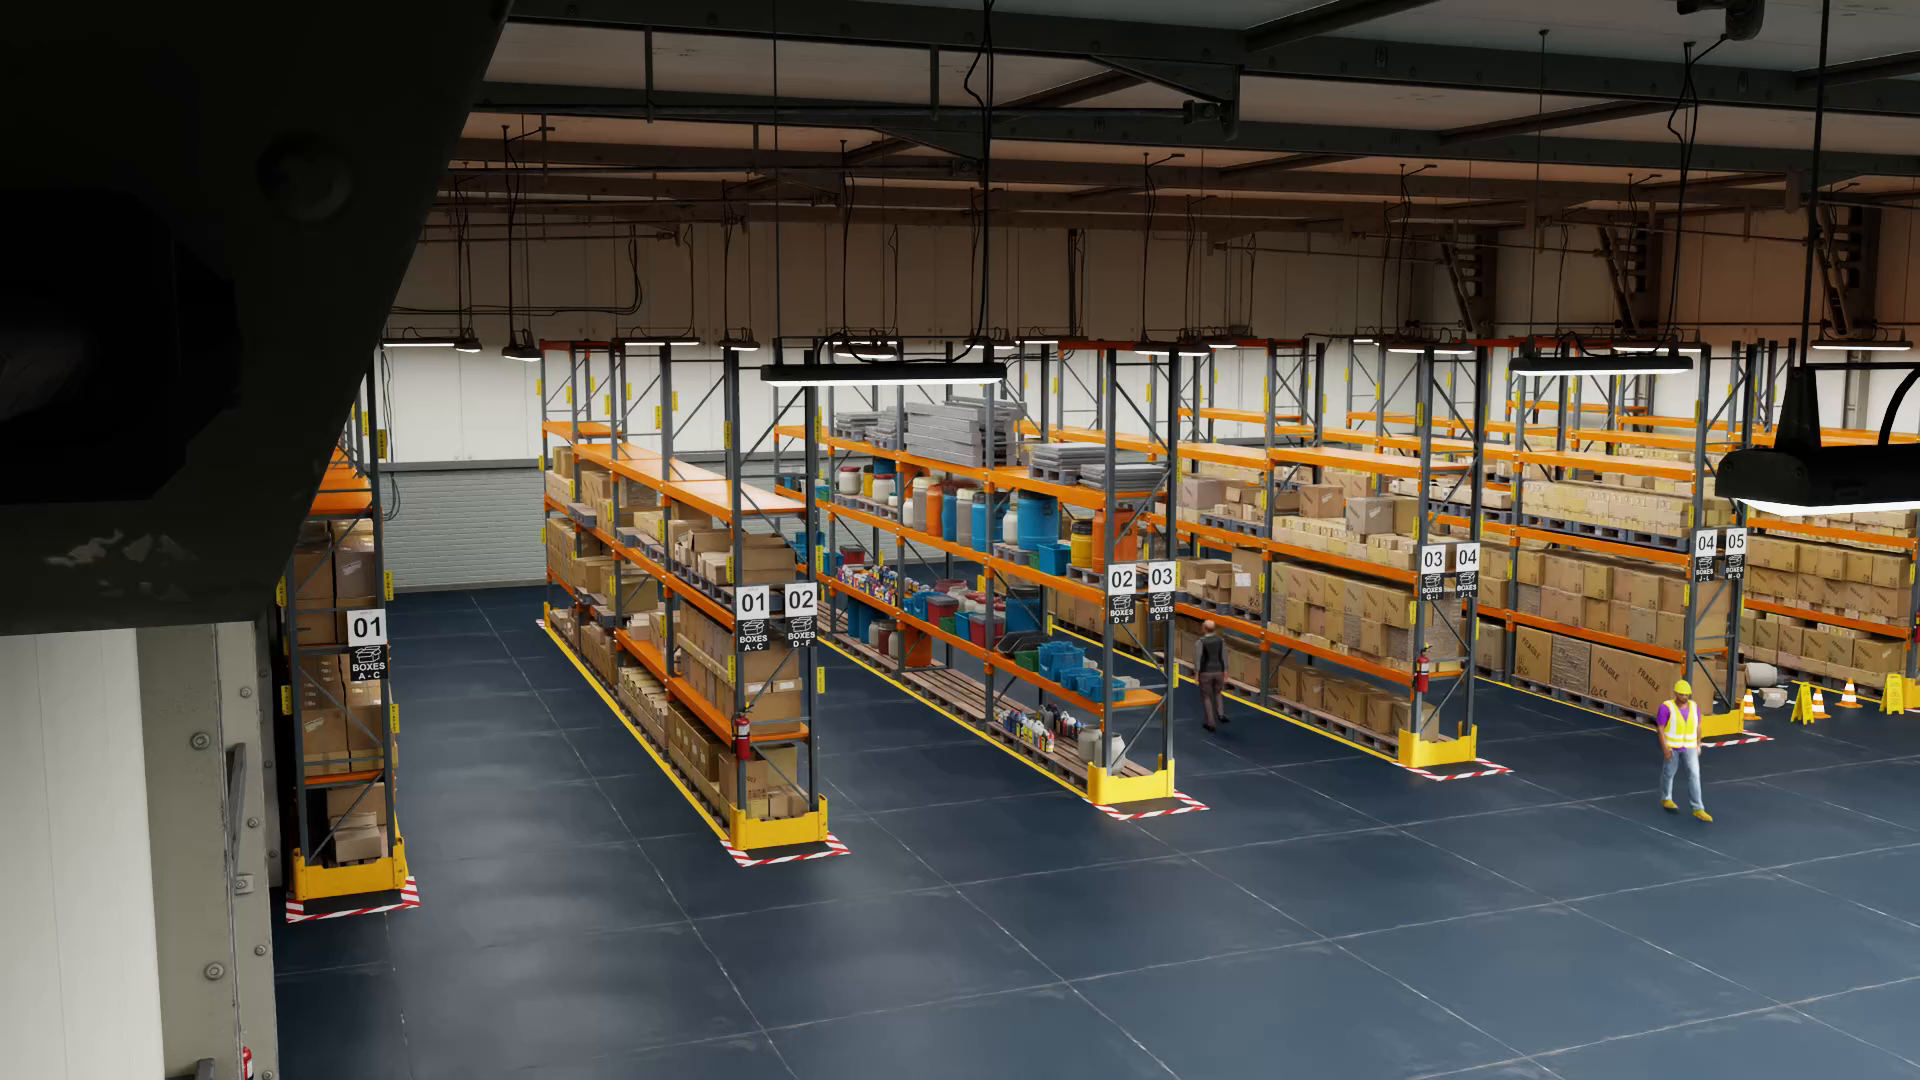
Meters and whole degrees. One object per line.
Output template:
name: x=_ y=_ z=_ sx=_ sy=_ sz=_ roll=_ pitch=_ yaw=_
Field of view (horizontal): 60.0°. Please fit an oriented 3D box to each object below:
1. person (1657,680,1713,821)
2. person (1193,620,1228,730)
person: x=9.301 y=2.670 z=21.408 sx=0.611 sy=1.726 sz=0.894 roll=1 pitch=7 yaw=5
person: x=3.913 y=2.102 z=25.988 sx=0.566 sy=1.712 sz=0.478 roll=-2 pitch=8 yaw=-12
